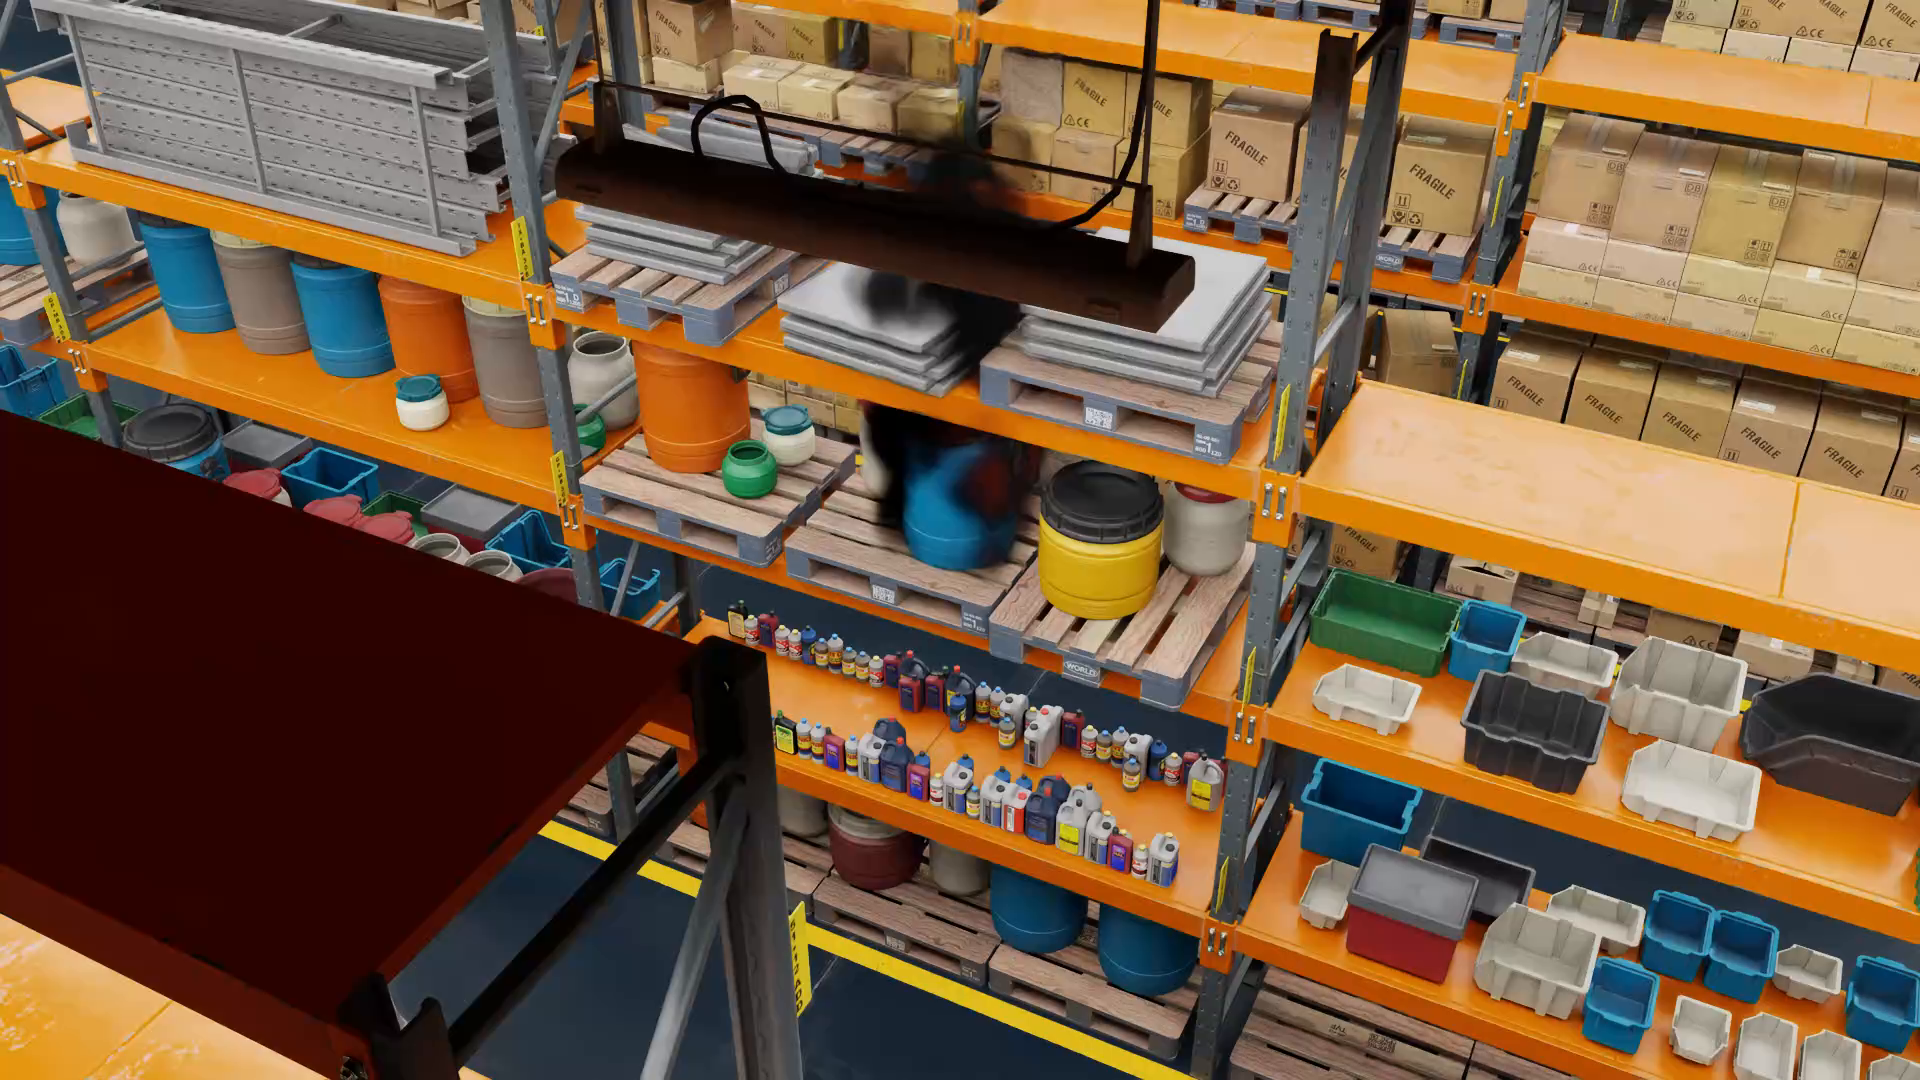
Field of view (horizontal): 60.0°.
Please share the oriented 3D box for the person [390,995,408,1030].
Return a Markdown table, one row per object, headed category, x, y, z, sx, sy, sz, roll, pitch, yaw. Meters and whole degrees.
| category | x | y | z | sx | sy | sz | roll | pitch | yaw |
| --- | --- | --- | --- | --- | --- | --- | --- | --- | --- |
| person | -3.421 | 2.055 | 8.999 | 0.692 | 1.799 | 0.576 | 8 | 36 | 12 |
